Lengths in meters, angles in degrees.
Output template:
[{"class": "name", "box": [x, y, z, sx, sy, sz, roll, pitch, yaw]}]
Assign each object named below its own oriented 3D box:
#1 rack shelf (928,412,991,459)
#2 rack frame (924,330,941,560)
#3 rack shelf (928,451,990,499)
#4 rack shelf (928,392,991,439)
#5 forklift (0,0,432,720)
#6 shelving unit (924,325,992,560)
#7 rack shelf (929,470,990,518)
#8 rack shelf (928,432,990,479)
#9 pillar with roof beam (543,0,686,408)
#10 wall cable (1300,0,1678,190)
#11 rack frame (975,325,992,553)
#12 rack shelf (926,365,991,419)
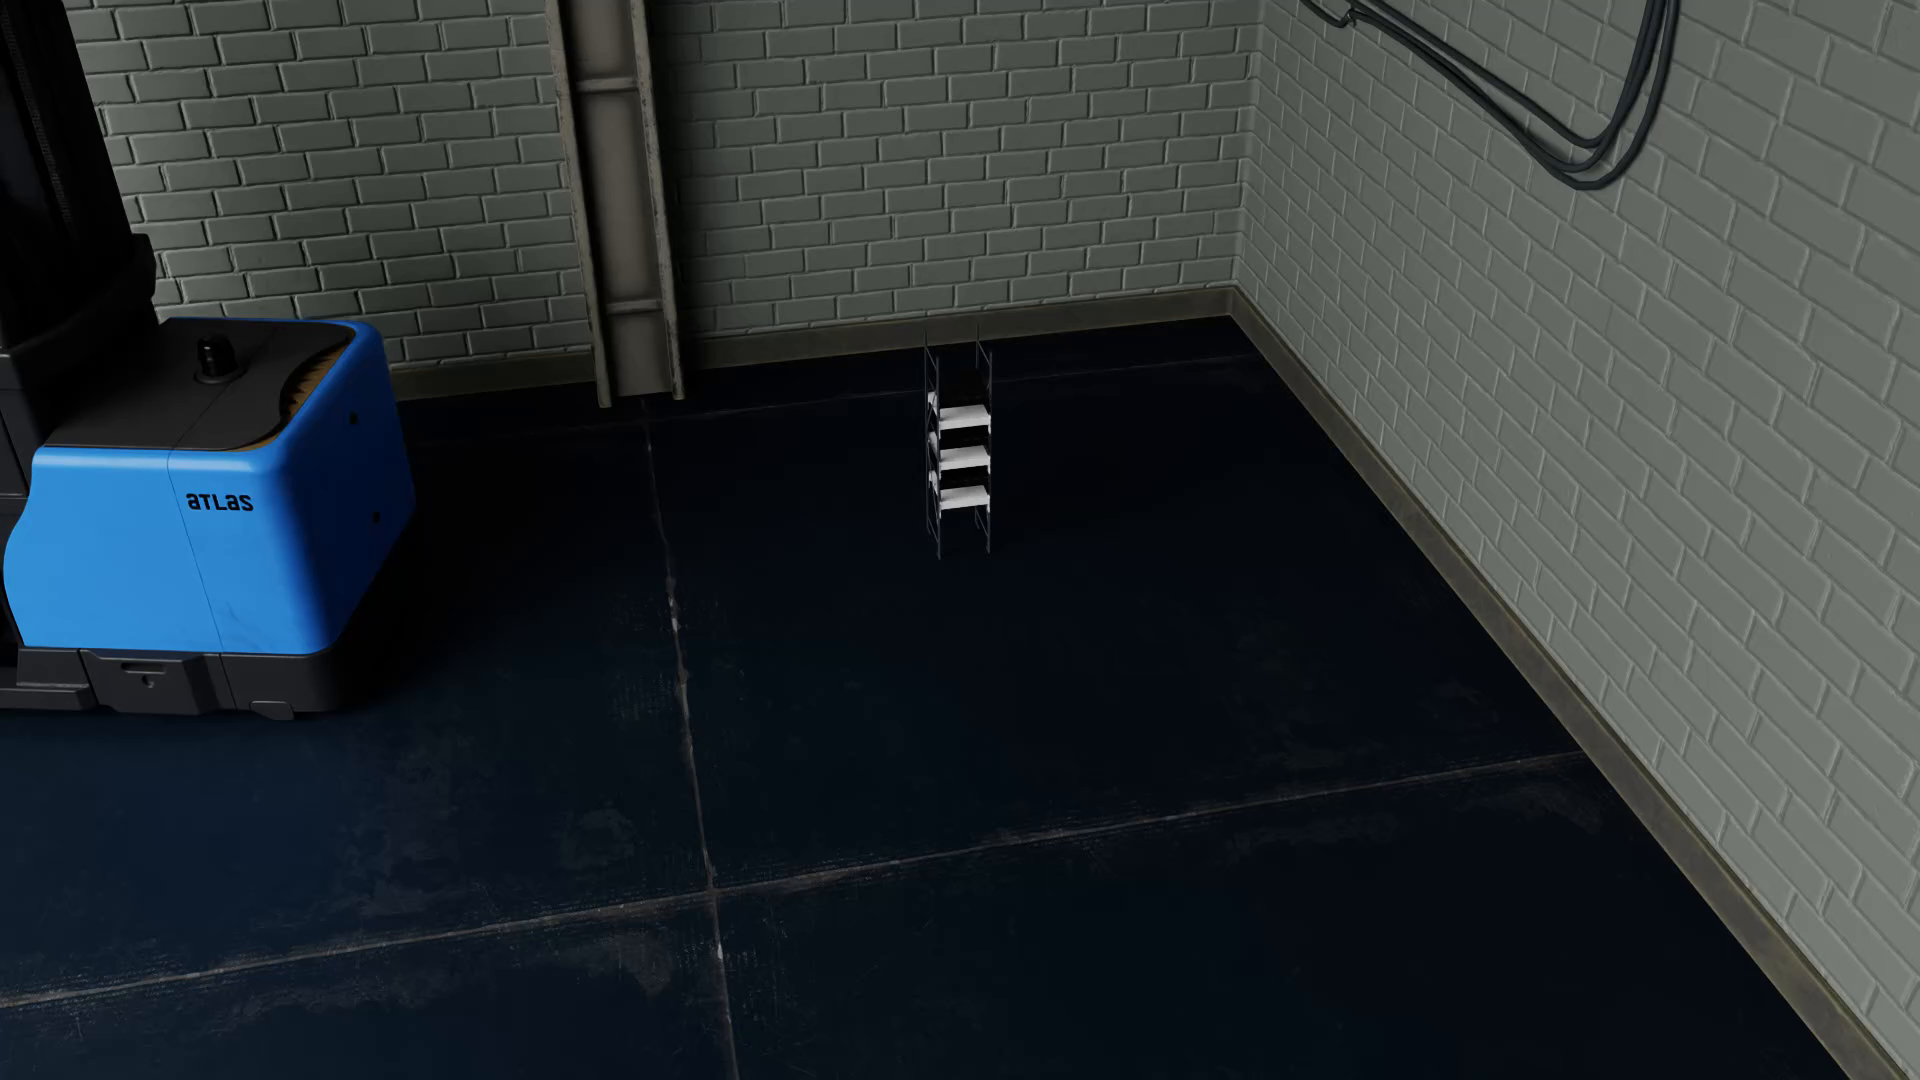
[{"class": "rack shelf", "box": [-0.008, -0.420, 6.466, 0.200, 0.077, 0.258, -7, 35, -11]}, {"class": "rack frame", "box": [-0.107, -0.360, 6.479, 0.006, 0.900, 0.240, -7, 35, -11]}, {"class": "rack shelf", "box": [-0.008, -0.270, 6.566, 0.200, 0.077, 0.258, -7, 35, -11]}, {"class": "rack shelf", "box": [-0.008, -0.494, 6.416, 0.200, 0.077, 0.258, -7, 35, -11]}, {"class": "forklift", "box": [-3.605, -0.895, 5.453, 3.031, 2.935, 1.130, 2, 34, 2]}, {"class": "shelving unit", "box": [-0.008, -0.373, 6.498, 0.210, 0.900, 0.258, -7, 35, -11]}, {"class": "rack shelf", "box": [-0.008, -0.196, 6.617, 0.200, 0.077, 0.258, -7, 35, -11]}, {"class": "rack shelf", "box": [-0.008, -0.345, 6.516, 0.200, 0.077, 0.258, -7, 35, -11]}, {"class": "pillar with roof beam", "box": [-0.550, -2.113, 1.823, 0.400, 9.000, 9.100, -7, 35, -11]}, {"class": "wall cable", "box": [1.666, -2.807, 5.643, 0.112, 2.526, 3.097, -7, 35, -11]}, {"class": "rack frame", "box": [0.091, -0.385, 6.516, 0.006, 0.900, 0.240, -7, 35, -11]}, {"class": "rack shelf", "box": [-0.008, -0.569, 6.366, 0.200, 0.077, 0.258, -7, 35, -11]}]
